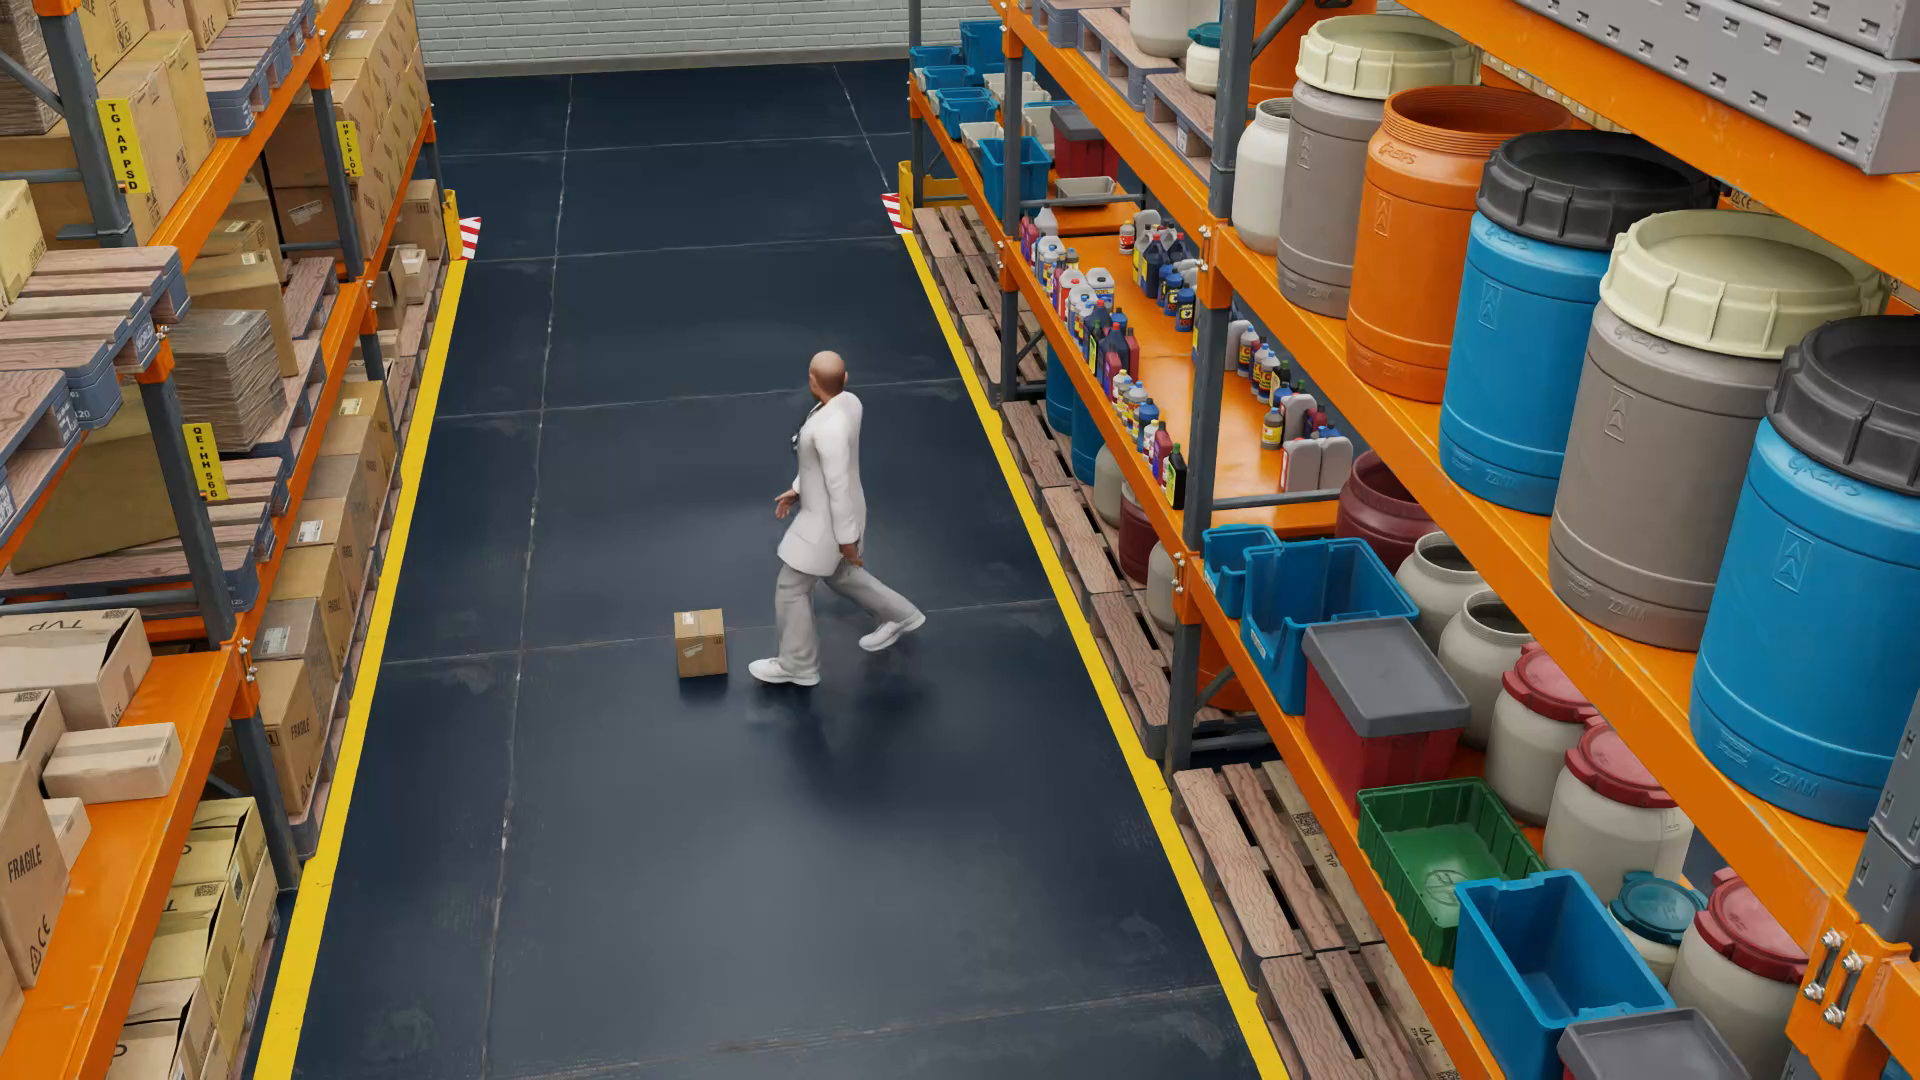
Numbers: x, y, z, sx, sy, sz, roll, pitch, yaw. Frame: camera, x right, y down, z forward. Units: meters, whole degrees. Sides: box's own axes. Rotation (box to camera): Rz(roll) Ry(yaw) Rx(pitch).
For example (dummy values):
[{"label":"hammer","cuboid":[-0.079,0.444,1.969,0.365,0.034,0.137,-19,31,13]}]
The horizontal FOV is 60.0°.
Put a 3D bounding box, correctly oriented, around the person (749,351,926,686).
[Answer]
[{"label":"person","cuboid":[-0.631,-0.120,8.348,0.863,1.719,0.593,4,31,7]}]
